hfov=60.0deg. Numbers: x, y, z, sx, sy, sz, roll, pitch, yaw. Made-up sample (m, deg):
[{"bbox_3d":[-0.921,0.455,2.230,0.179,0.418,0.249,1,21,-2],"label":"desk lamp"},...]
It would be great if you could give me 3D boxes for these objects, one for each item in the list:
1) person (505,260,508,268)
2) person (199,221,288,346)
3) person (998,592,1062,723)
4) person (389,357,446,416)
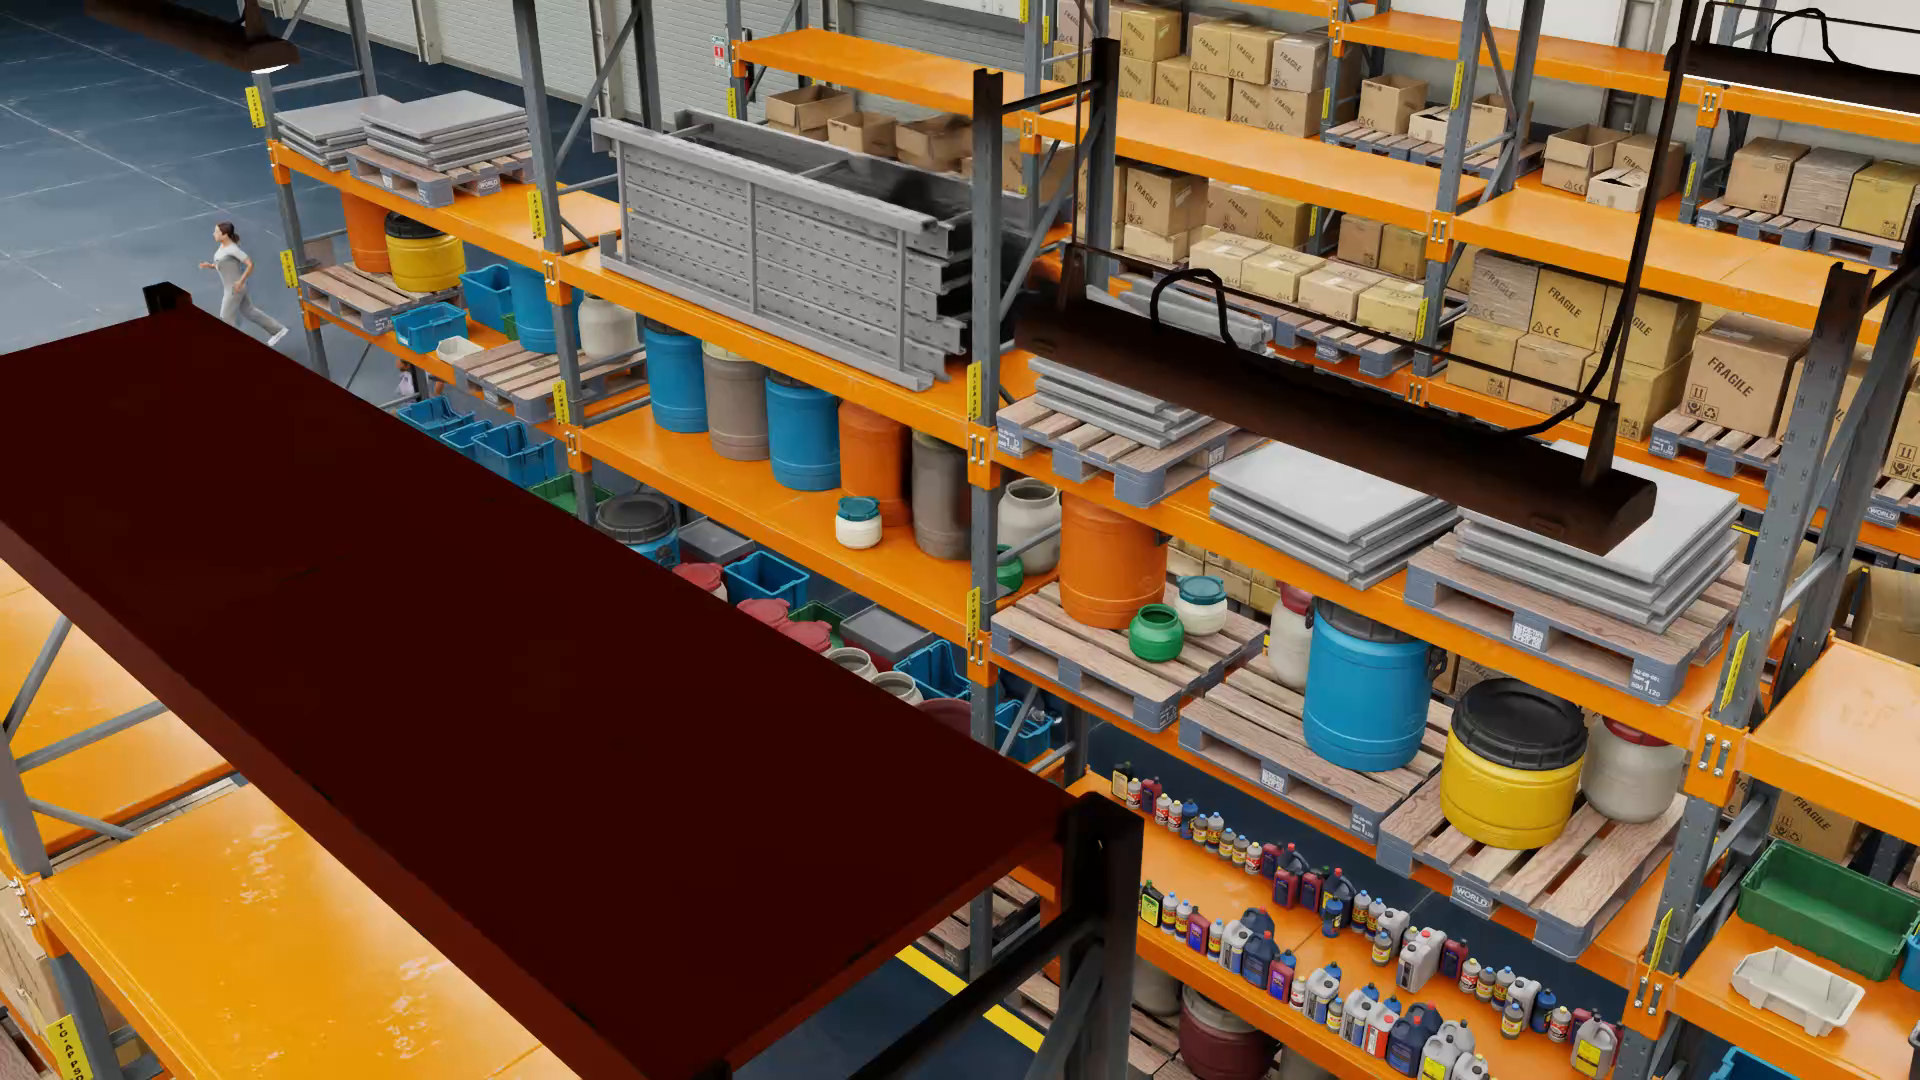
[{"bbox_3d":[-4.916,-2.532,18.962,0.781,1.843,0.628,-10,31,-17],"label":"person"},{"bbox_3d":[-8.609,-2.983,19.783,0.952,1.670,0.558,-14,32,-23],"label":"person"},{"bbox_3d":[0.510,0.777,13.253,0.711,1.625,0.490,20,35,32],"label":"person"},{"bbox_3d":[-5.459,-1.227,16.785,0.543,1.594,0.669,1,29,1],"label":"person"}]
